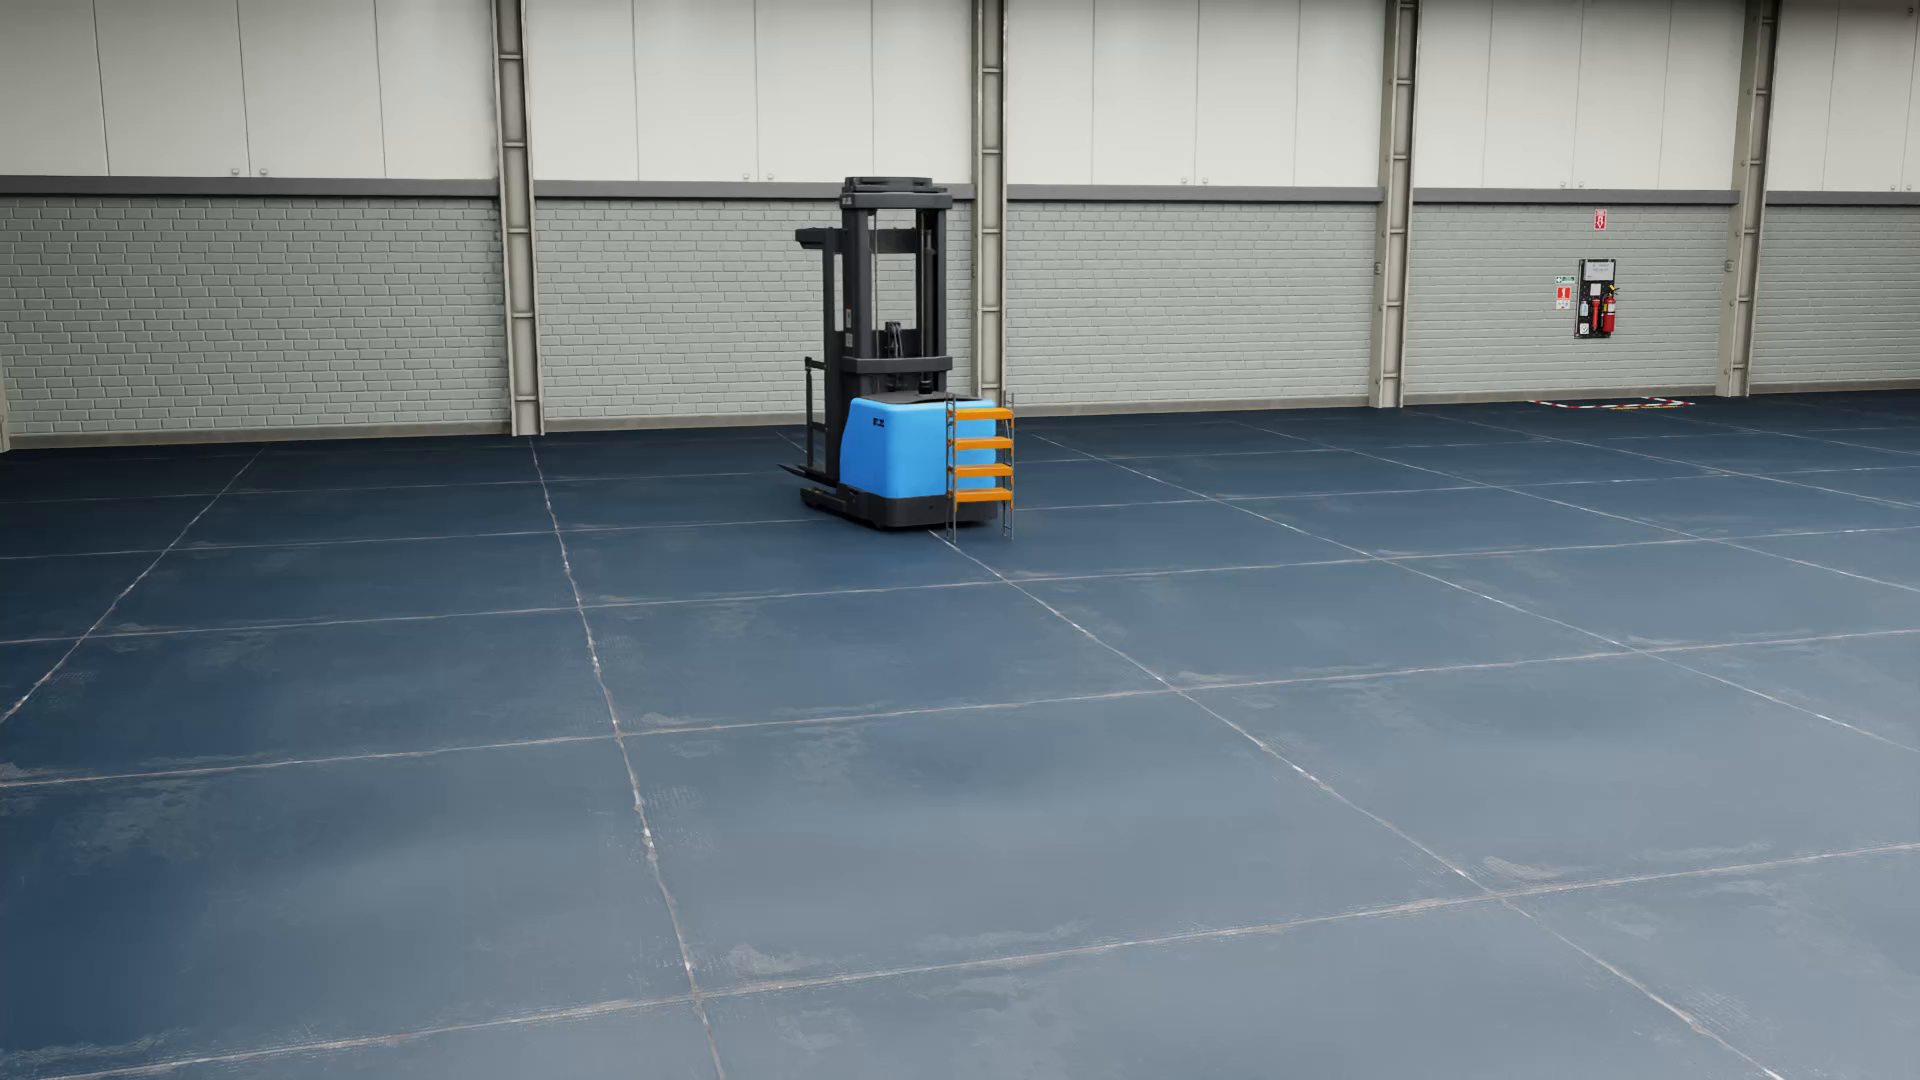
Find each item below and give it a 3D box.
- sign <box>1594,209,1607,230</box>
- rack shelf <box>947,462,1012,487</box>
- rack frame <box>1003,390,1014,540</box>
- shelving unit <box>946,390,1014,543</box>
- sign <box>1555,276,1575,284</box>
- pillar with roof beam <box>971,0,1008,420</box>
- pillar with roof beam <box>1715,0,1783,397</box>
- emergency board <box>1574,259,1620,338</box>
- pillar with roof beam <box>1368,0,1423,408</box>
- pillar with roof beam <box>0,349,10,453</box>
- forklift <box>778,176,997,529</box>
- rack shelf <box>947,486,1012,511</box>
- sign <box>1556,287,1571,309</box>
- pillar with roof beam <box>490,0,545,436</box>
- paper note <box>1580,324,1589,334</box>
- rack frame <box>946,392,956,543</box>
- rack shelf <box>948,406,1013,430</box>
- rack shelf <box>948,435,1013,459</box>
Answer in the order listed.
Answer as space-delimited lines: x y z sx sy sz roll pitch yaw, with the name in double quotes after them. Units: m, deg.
9.483 -4.744 24.626 0.199 0.298 0.001 -3 11 -16 "sign"
0.159 -0.532 13.496 0.480 0.148 0.258 -3 11 -16 "rack shelf"
0.393 -0.611 13.550 0.015 1.200 0.240 -3 11 -16 "rack frame"
0.159 -0.598 13.483 0.503 1.200 0.258 -3 11 -16 "shelving unit"
8.966 -3.854 24.632 0.331 0.109 0.001 -3 11 -16 "sign"
1.584 -5.300 17.481 0.400 9.000 9.100 -3 11 -16 "pillar with roof beam"
13.106 -5.907 20.779 0.400 9.000 9.100 -3 11 -16 "pillar with roof beam"
9.519 -3.587 24.744 0.643 1.169 0.194 -3 11 -16 "emergency board"
7.345 -5.604 19.130 0.400 9.000 9.100 -3 11 -16 "pillar with roof beam"
-9.938 -4.693 14.182 0.400 9.000 9.100 -3 11 -16 "pillar with roof beam"
-0.806 -1.758 14.998 1.130 2.935 3.031 -5 12 -27 "forklift"
0.159 -0.337 13.531 0.480 0.148 0.258 -3 11 -16 "rack shelf"
8.959 -3.594 24.687 0.234 0.329 0.001 -3 11 -16 "sign"
-4.177 -4.996 15.832 0.400 9.000 9.100 -3 11 -16 "pillar with roof beam"
9.330 -3.157 24.841 0.142 0.148 0.016 -3 11 -16 "paper note"
-0.075 -0.586 13.416 0.015 1.200 0.240 -3 11 -16 "rack frame"
0.159 -0.985 13.412 0.480 0.148 0.258 -3 11 -16 "rack shelf"
0.159 -0.752 13.455 0.480 0.148 0.258 -3 11 -16 "rack shelf"
